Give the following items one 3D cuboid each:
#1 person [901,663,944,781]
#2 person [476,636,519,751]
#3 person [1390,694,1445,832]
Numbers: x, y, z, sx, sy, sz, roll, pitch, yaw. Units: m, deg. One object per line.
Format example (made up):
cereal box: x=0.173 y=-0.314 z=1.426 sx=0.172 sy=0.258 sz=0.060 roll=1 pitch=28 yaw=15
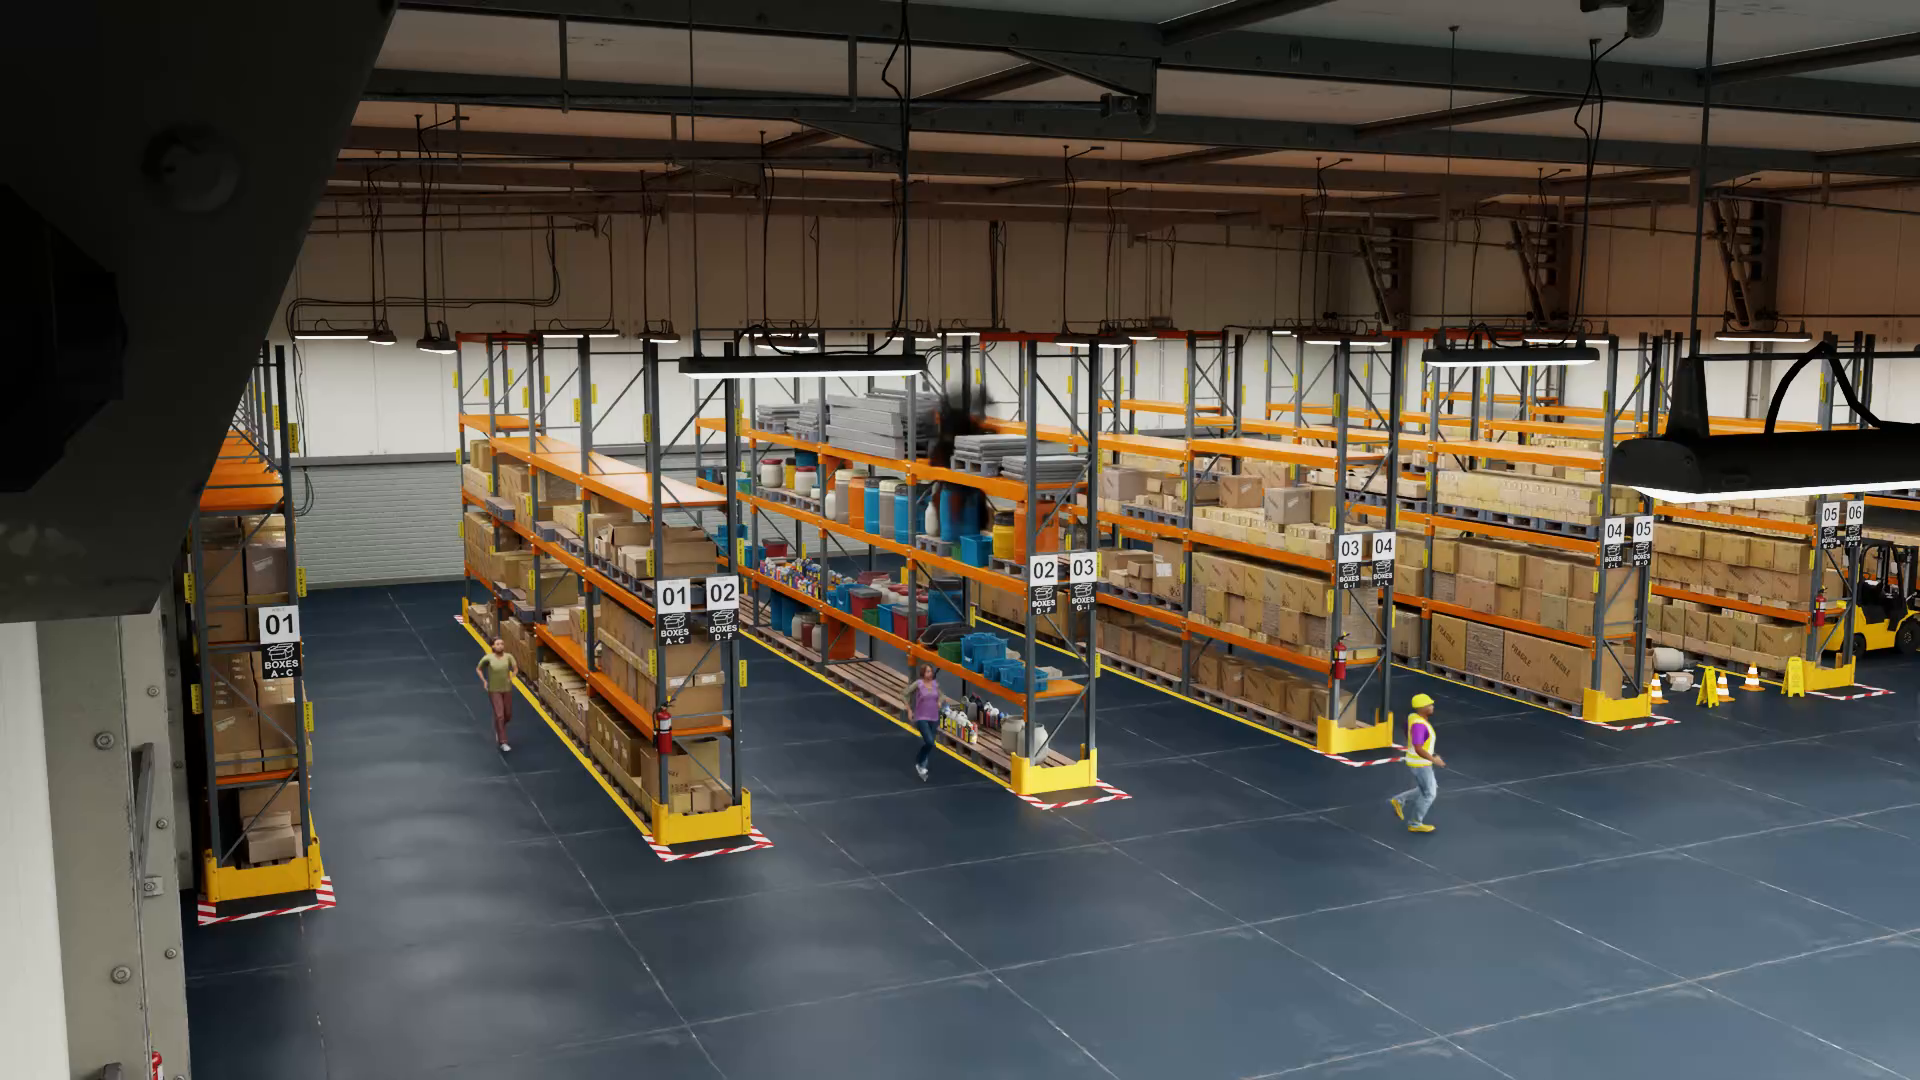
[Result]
person: x=-0.461 y=2.482 z=22.757 sx=0.510 sy=1.607 sz=0.676 roll=-5 pitch=9 yaw=-33
person: x=-6.762 y=2.220 z=24.429 sx=0.597 sy=1.656 sz=0.803 roll=-5 pitch=9 yaw=-32
person: x=5.626 y=2.733 z=20.443 sx=0.614 sy=1.724 sz=0.753 roll=1 pitch=8 yaw=10
